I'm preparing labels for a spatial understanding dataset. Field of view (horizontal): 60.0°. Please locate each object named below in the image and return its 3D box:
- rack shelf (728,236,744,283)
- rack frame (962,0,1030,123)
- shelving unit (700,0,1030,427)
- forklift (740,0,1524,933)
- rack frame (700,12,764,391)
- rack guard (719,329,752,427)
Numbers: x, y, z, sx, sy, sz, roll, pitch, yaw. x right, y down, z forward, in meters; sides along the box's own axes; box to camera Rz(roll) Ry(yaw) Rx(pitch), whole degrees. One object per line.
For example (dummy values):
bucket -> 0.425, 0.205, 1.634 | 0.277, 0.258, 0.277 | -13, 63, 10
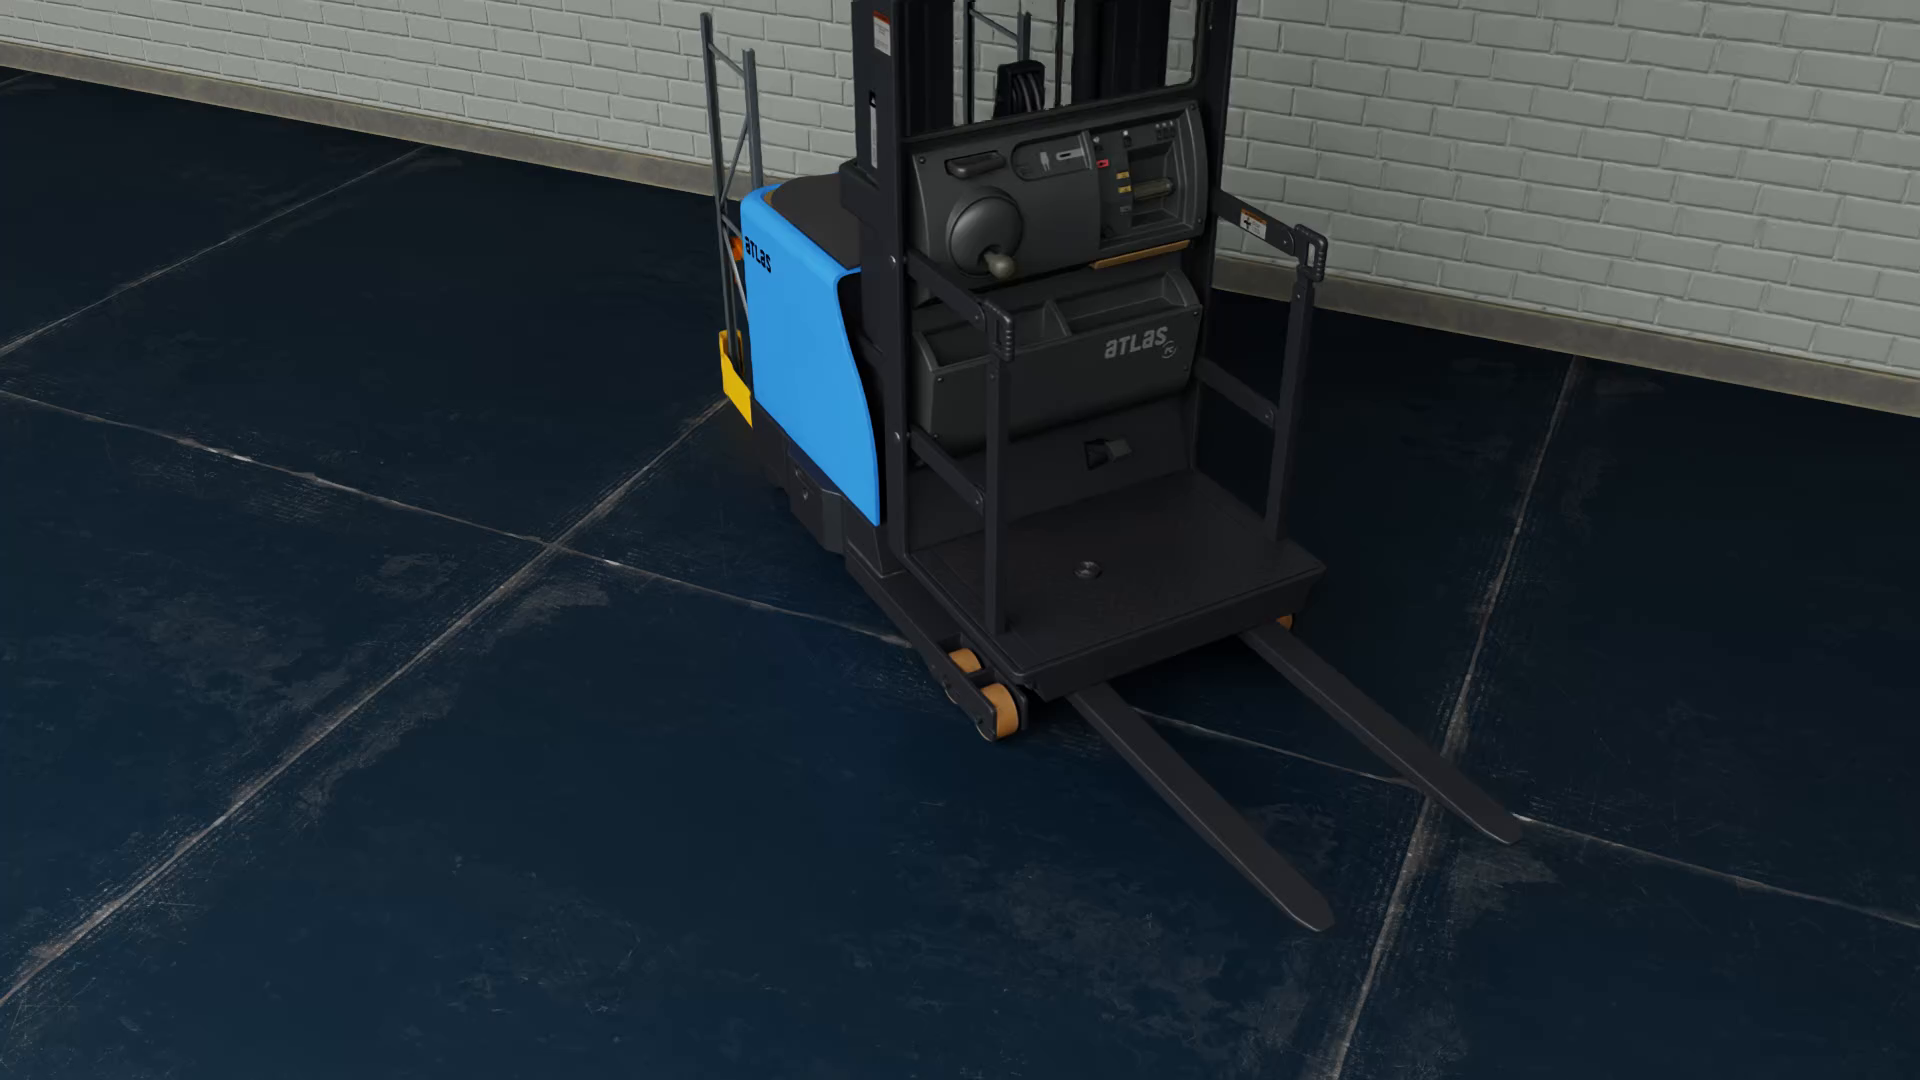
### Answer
rack shelf -> -0.334, -1.069, 6.340 | 1.000, 0.185, 0.538 | -14, 36, -21
rack frame -> 0.126, -1.338, 6.423 | 0.032, 1.500, 0.500 | -14, 36, -21
shelving unit -> -0.342, -1.217, 6.238 | 1.083, 1.500, 0.587 | -14, 36, -21
forklift -> 0.401, -0.927, 4.491 | 1.130, 2.935, 3.031 | -17, 37, -24
rack frame -> -0.794, -1.100, 6.060 | 0.032, 1.500, 0.500 | -14, 36, -21
rack guard -> -0.793, -0.578, 6.404 | 0.087, 0.250, 0.587 | -14, 36, -21
